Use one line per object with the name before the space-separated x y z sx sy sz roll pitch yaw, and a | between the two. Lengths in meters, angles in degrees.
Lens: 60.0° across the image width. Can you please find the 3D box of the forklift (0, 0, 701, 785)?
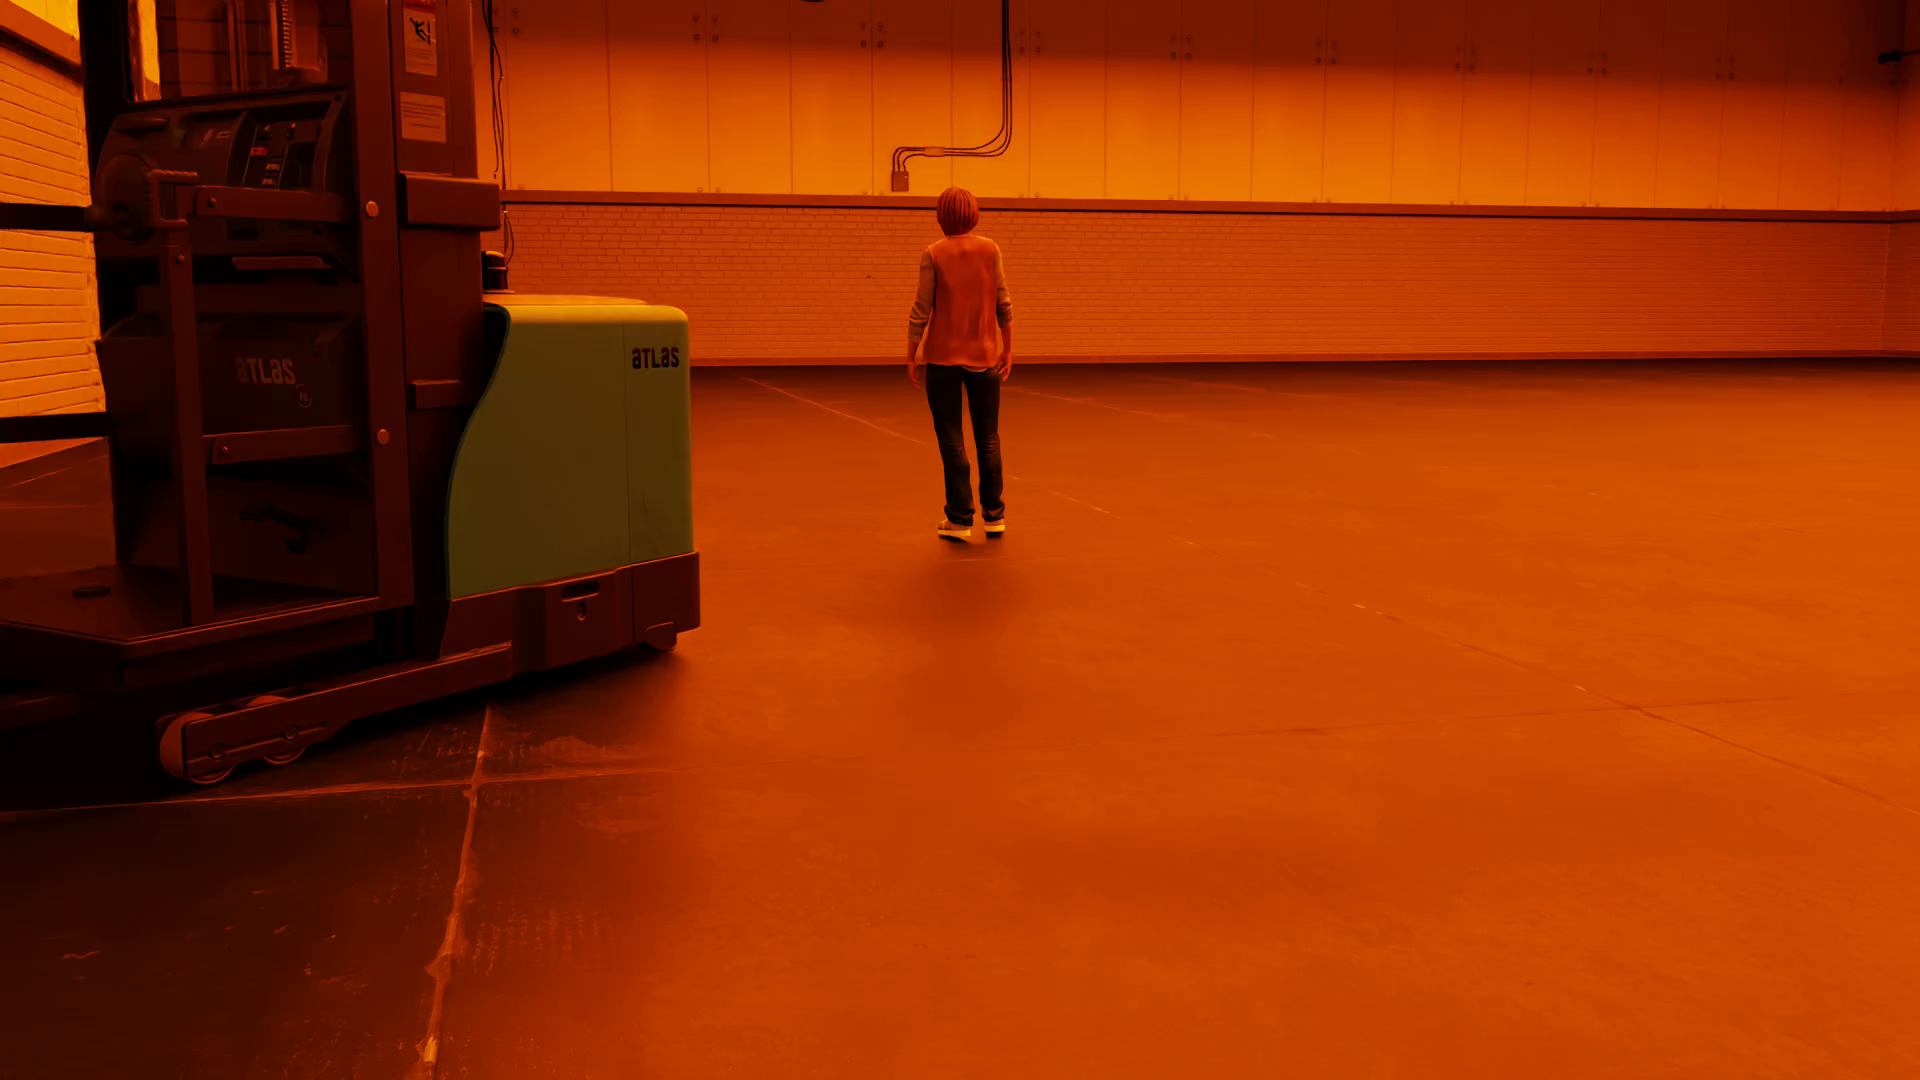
forklift | -2.005 -0.970 4.068 1.130 2.935 3.031 5 9 30

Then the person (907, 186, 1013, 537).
person | -0.004 -0.809 7.671 0.520 1.599 0.473 -2 8 -13
